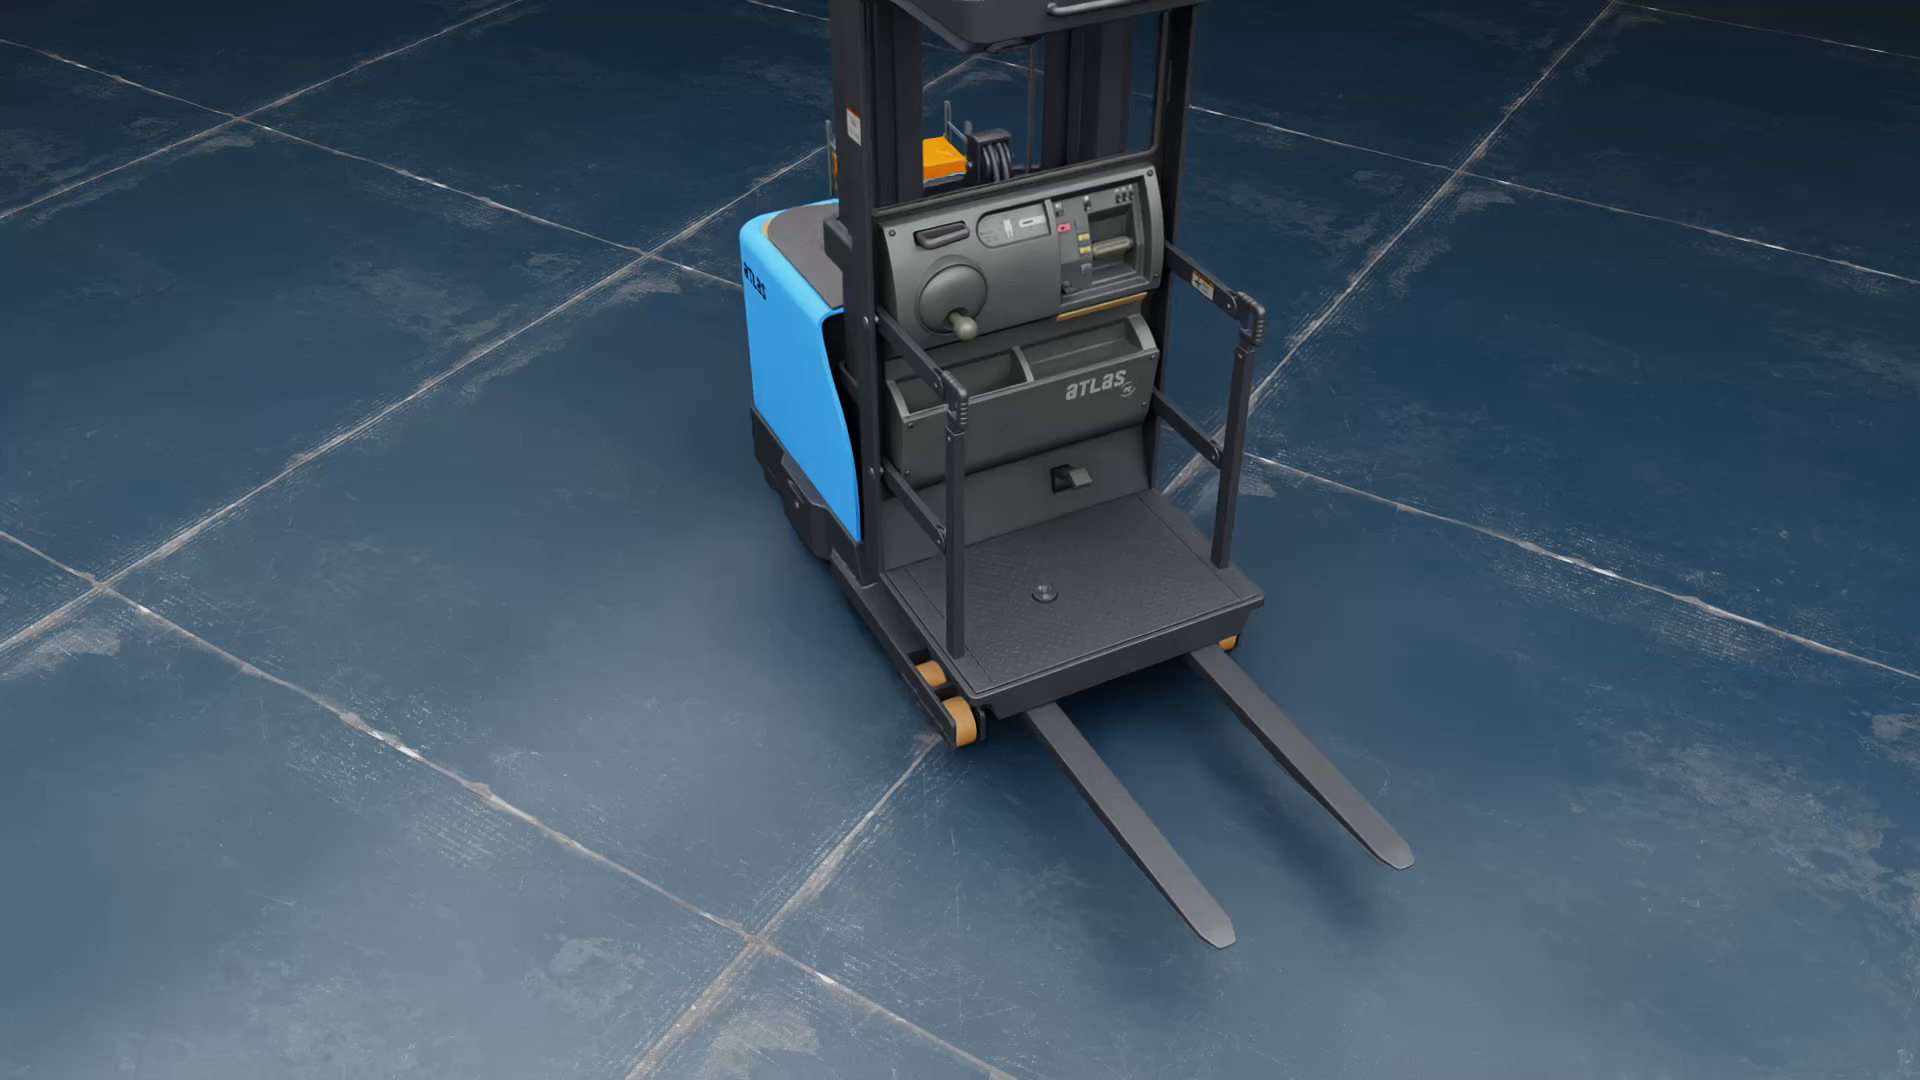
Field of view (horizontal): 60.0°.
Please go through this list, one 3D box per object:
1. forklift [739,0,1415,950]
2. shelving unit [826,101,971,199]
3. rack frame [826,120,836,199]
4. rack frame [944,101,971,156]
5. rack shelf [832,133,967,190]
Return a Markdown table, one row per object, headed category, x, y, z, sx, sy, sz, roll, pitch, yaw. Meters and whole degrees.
| category | x | y | z | sx | sy | sz | roll | pitch | yaw |
| --- | --- | --- | --- | --- | --- | --- | --- | --- | --- |
| forklift | 0.305 | -0.802 | 4.890 | 1.130 | 2.935 | 3.031 | -17 | 41 | -21 |
| shelving unit | -0.230 | -1.114 | 6.705 | 0.503 | 1.200 | 0.258 | -14 | 38 | -18 |
| rack frame | -0.455 | -1.057 | 6.632 | 0.015 | 1.200 | 0.240 | -14 | 38 | -18 |
| rack frame | -0.004 | -1.171 | 6.779 | 0.015 | 1.200 | 0.240 | -14 | 38 | -18 |
| rack shelf | -0.234 | -1.432 | 6.474 | 0.480 | 0.148 | 0.258 | -14 | 38 | -18 |
